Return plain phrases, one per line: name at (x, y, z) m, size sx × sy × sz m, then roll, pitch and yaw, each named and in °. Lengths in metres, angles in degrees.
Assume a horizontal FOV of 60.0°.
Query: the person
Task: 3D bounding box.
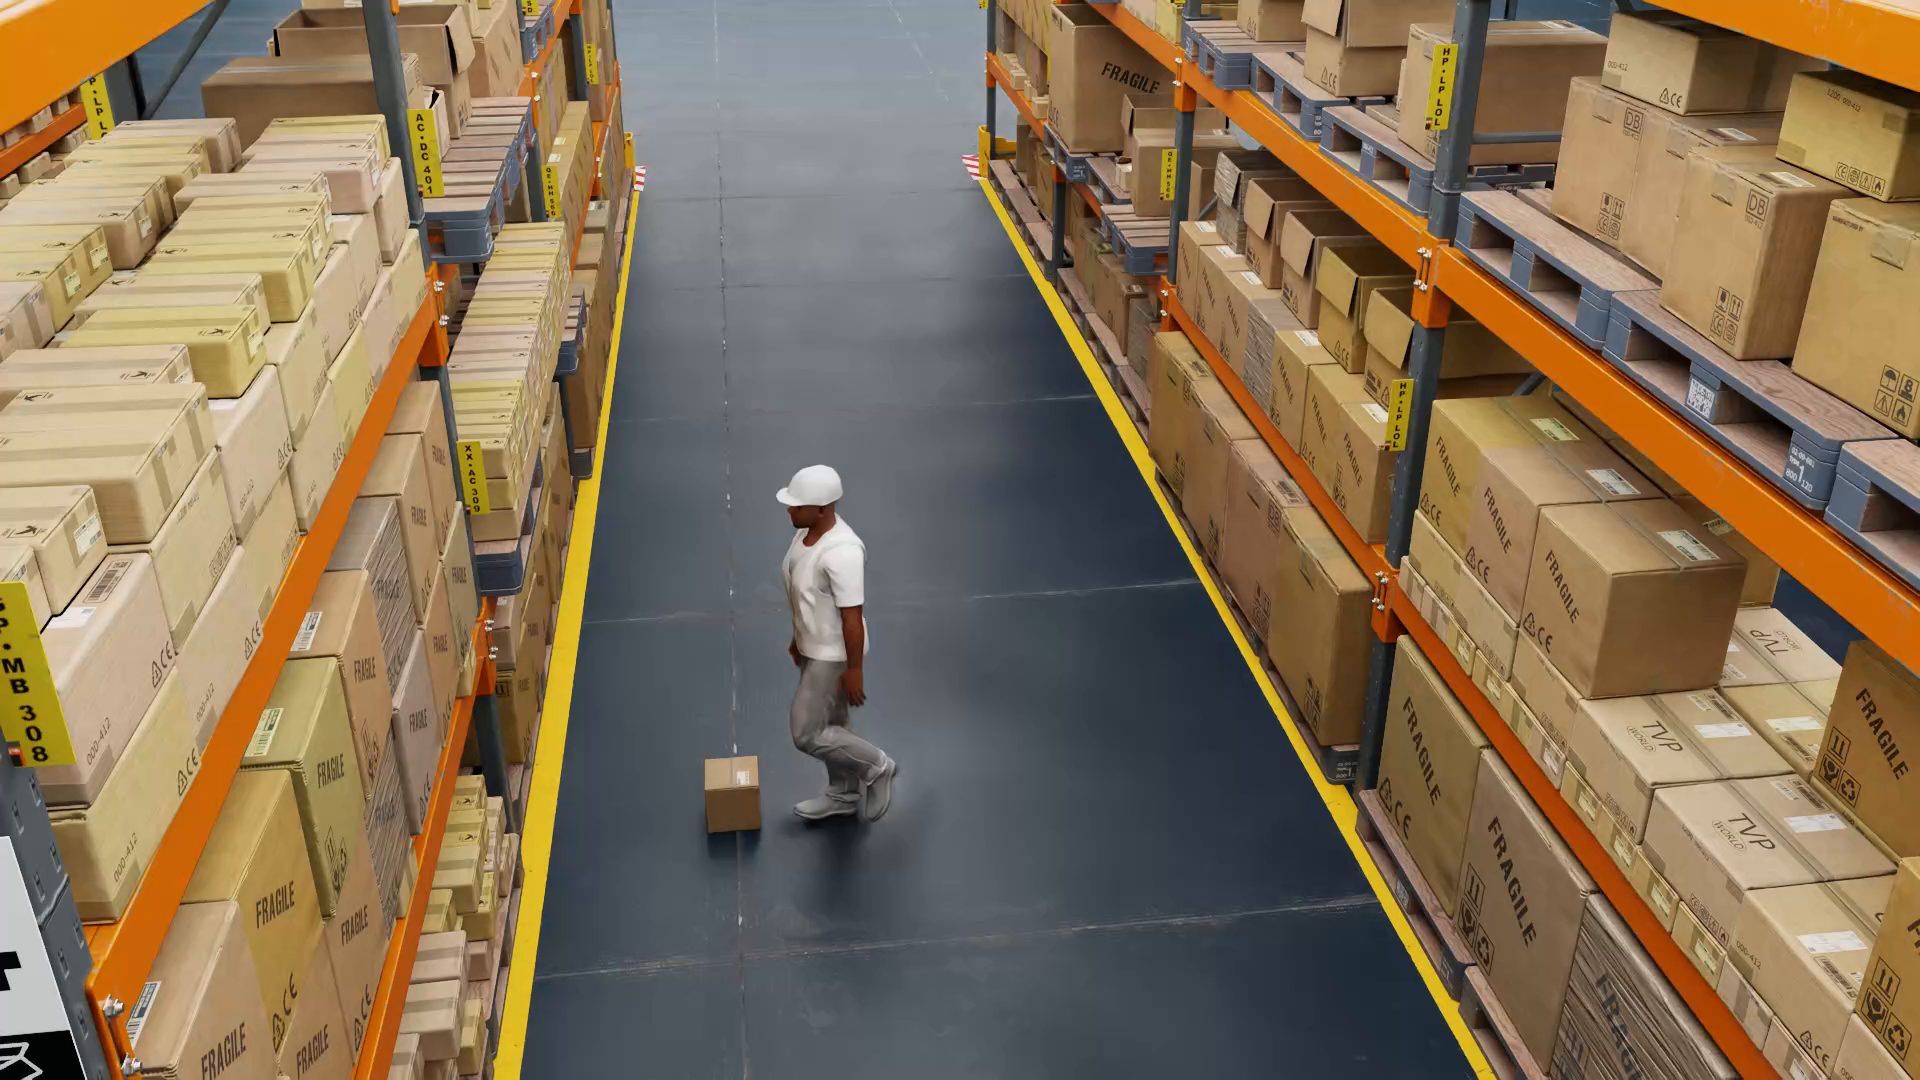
person at (-0.584, 0.487, 7.595) m, size 0.497 × 1.763 × 0.645 m, roll -9°, pitch 28°, yaw -18°
